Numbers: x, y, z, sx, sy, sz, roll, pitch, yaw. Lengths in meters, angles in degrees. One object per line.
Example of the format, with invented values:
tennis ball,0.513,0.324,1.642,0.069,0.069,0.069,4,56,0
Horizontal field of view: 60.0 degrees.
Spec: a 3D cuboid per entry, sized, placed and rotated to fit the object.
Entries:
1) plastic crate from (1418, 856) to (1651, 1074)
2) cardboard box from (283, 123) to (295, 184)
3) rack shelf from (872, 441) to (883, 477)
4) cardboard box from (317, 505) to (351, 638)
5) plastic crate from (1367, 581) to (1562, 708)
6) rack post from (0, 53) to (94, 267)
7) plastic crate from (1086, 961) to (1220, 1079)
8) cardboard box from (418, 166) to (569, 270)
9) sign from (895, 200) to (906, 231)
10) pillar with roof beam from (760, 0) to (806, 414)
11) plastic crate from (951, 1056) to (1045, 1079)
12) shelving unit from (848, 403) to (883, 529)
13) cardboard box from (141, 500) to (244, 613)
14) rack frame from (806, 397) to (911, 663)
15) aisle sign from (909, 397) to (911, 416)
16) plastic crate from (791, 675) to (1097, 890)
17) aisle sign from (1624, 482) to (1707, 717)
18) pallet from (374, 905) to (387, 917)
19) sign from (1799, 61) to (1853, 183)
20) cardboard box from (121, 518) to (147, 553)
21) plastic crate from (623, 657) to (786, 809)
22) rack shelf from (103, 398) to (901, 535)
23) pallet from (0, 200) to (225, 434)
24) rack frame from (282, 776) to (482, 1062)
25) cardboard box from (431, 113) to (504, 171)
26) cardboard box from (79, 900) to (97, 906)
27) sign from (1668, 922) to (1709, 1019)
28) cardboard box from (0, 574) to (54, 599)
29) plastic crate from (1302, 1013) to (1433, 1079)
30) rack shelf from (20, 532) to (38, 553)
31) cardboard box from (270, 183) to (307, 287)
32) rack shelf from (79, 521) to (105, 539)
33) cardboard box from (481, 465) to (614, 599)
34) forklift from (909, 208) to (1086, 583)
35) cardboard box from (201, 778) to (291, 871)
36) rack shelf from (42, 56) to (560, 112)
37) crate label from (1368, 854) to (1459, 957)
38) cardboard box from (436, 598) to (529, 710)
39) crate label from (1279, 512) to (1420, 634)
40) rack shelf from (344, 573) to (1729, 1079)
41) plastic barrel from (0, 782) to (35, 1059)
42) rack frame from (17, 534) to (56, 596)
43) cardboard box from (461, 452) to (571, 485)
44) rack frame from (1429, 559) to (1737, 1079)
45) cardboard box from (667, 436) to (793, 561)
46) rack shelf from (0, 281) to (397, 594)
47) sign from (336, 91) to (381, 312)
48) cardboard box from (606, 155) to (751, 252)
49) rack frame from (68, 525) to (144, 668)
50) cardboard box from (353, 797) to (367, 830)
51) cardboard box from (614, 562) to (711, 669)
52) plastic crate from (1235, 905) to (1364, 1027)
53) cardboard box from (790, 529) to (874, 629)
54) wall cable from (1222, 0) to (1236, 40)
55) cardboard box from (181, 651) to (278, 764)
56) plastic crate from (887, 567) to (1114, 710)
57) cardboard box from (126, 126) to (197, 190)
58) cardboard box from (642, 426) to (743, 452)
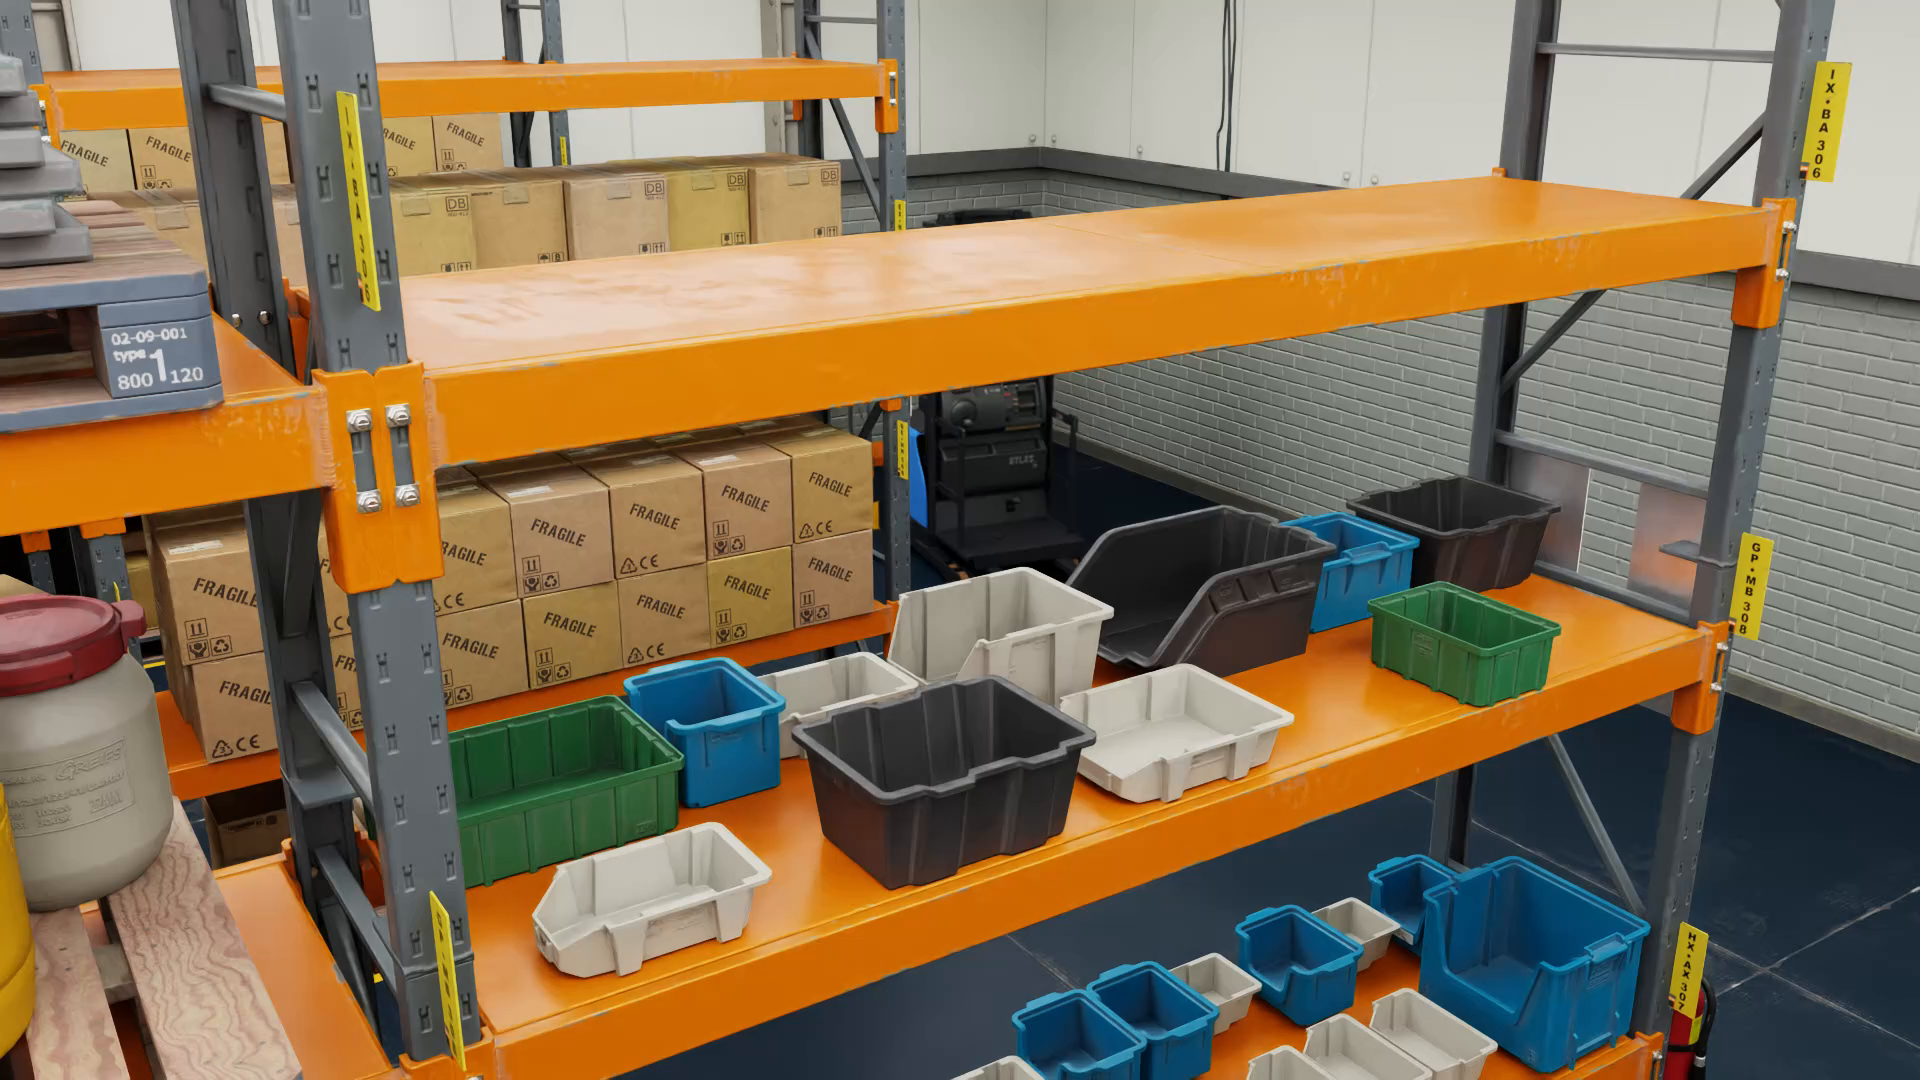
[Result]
plastic crate,1.937,1.435,5.668,0.499,0.435,0.616,-12,22,-31
cardboard box,-4.651,-2.849,12.057,0.500,0.500,0.500,-13,23,-34
rack shelf,-0.444,-0.795,15.317,1.000,0.185,0.538,-9,20,-24
cardboard box,-2.969,0.130,7.959,0.500,0.500,0.500,-13,22,-33
plastic crate,1.448,0.301,4.820,0.336,0.188,0.450,-12,22,-31
rack post,-1.947,-0.591,2.559,0.954,0.300,0.937,-12,22,-32
plastic crate,0.627,1.609,5.469,0.300,0.233,0.416,-12,22,-31
cardboard box,-2.319,-1.557,8.264,0.500,0.500,0.700,-12,22,-31
sign,-0.318,-1.643,8.855,0.005,0.325,0.100,-12,22,-31
pillar with roof beam,0.813,-3.676,11.568,0.400,9.000,9.100,-12,22,-31
plastic crate,0.063,1.785,5.100,0.466,0.136,0.293,-12,22,-31
shelving unit,-0.436,-0.967,15.263,1.083,1.500,0.587,-9,20,-24
cardboard box,-3.667,0.071,8.135,0.500,0.500,0.500,-12,22,-31
rack frame,-0.607,0.045,9.927,0.127,3.000,1.000,-12,22,-31
aisle sign,-0.381,-1.116,9.304,0.004,0.787,0.394,-12,22,-31
plastic crate,-0.038,0.571,3.893,0.590,0.269,0.497,-12,22,-31
aisle sign,2.336,0.205,5.395,0.004,0.787,0.394,-12,22,-31
pallet,-3.373,1.950,8.646,1.213,0.211,1.003,-12,22,-31
sign,2.430,-1.174,4.670,0.005,0.325,0.100,-12,22,-31
cardboard box,-6.224,-0.028,12.379,0.250,0.149,0.380,-12,22,-32
plastic crate,-0.642,0.488,4.195,0.300,0.233,0.416,-12,22,-31
rack shelf,-2.277,-0.682,8.520,4.000,0.370,1.077,-12,22,-31
pallet,-1.901,-0.334,2.600,1.213,0.211,1.003,-12,22,-31
rack frame,-1.226,2.076,3.922,0.127,3.000,1.000,-12,22,-31
cardboard box,-3.795,-3.029,12.587,0.500,0.500,0.500,-12,22,-32
cardboard box,-4.202,1.889,7.689,0.500,0.500,0.500,-12,22,-32
sign,2.430,1.438,5.553,0.005,0.325,0.100,-12,22,-31
cardboard box,-4.466,0.527,7.690,0.700,0.500,0.500,14,23,35
plastic crate,1.283,1.707,5.331,0.243,0.136,0.396,-12,22,-31
rack shelf,-8.345,0.119,10.833,4.000,0.370,1.077,-12,22,-31
cardboard box,-3.067,-1.338,7.618,0.500,0.500,0.700,-12,22,-31
rack shelf,-5.618,0.022,6.436,4.000,0.370,1.077,-12,22,-31
cardboard box,-2.108,-0.051,8.496,0.500,0.500,0.500,-11,22,-30
forklift,0.360,-1.125,13.497,1.130,2.935,3.031,-8,20,-22
cardboard box,-3.628,1.550,8.694,0.500,0.500,0.500,-12,22,-31
rack shelf,-5.005,-3.238,12.021,4.000,0.370,1.077,-12,22,-31
crate label,1.727,1.377,6.155,0.303,0.233,0.416,-12,22,-31
cardboard box,-2.527,0.507,8.405,0.500,0.500,0.500,-12,22,-32
crate label,1.166,0.097,5.324,0.502,0.251,0.408,-12,22,-31
rack shelf,0.444,0.643,4.599,4.000,0.370,1.077,-12,22,-31
plastic barrel,-1.877,0.582,2.708,0.600,0.588,0.600,0,19,0
rack frame,-6.675,-0.574,11.760,0.127,3.000,1.000,-12,22,-31
cardboard box,-2.399,-0.197,8.928,0.500,0.500,0.500,-12,22,-32
rack frame,2.114,1.371,6.006,0.127,3.000,1.000,-12,22,-31
cardboard box,-1.249,-0.234,9.037,0.500,0.500,0.500,-11,22,-30
rack shelf,-2.897,0.116,2.098,4.000,0.370,1.077,-12,22,-31
sign,-0.925,-0.520,2.558,0.005,0.325,0.100,-12,22,-31
cardboard box,-1.491,-1.736,8.796,0.500,0.500,0.700,-12,22,-31
rack frame,-3.947,0.750,7.843,0.127,3.000,1.000,-12,22,-31
cardboard box,-3.001,1.507,9.115,0.500,0.311,0.500,-12,22,-31
cardboard box,-1.682,0.328,8.933,0.500,0.500,0.500,-12,22,-31
plastic crate,1.177,1.493,5.812,0.300,0.233,0.416,-12,22,-31
cardboard box,-0.831,0.150,9.462,0.500,0.500,0.500,-11,22,-30
wall cable,3.074,-5.219,13.096,0.112,2.526,3.097,-12,22,-31
cardboard box,-3.372,0.686,7.877,0.500,0.500,0.500,-11,22,-30
plastic crate,0.094,0.314,4.634,0.530,0.282,0.437,-12,22,-31
cardboard box,-5.500,-2.669,11.523,0.500,0.500,0.500,-12,22,-33
cardboard box,-1.555,-0.374,9.450,0.500,0.500,0.500,-12,22,-31
